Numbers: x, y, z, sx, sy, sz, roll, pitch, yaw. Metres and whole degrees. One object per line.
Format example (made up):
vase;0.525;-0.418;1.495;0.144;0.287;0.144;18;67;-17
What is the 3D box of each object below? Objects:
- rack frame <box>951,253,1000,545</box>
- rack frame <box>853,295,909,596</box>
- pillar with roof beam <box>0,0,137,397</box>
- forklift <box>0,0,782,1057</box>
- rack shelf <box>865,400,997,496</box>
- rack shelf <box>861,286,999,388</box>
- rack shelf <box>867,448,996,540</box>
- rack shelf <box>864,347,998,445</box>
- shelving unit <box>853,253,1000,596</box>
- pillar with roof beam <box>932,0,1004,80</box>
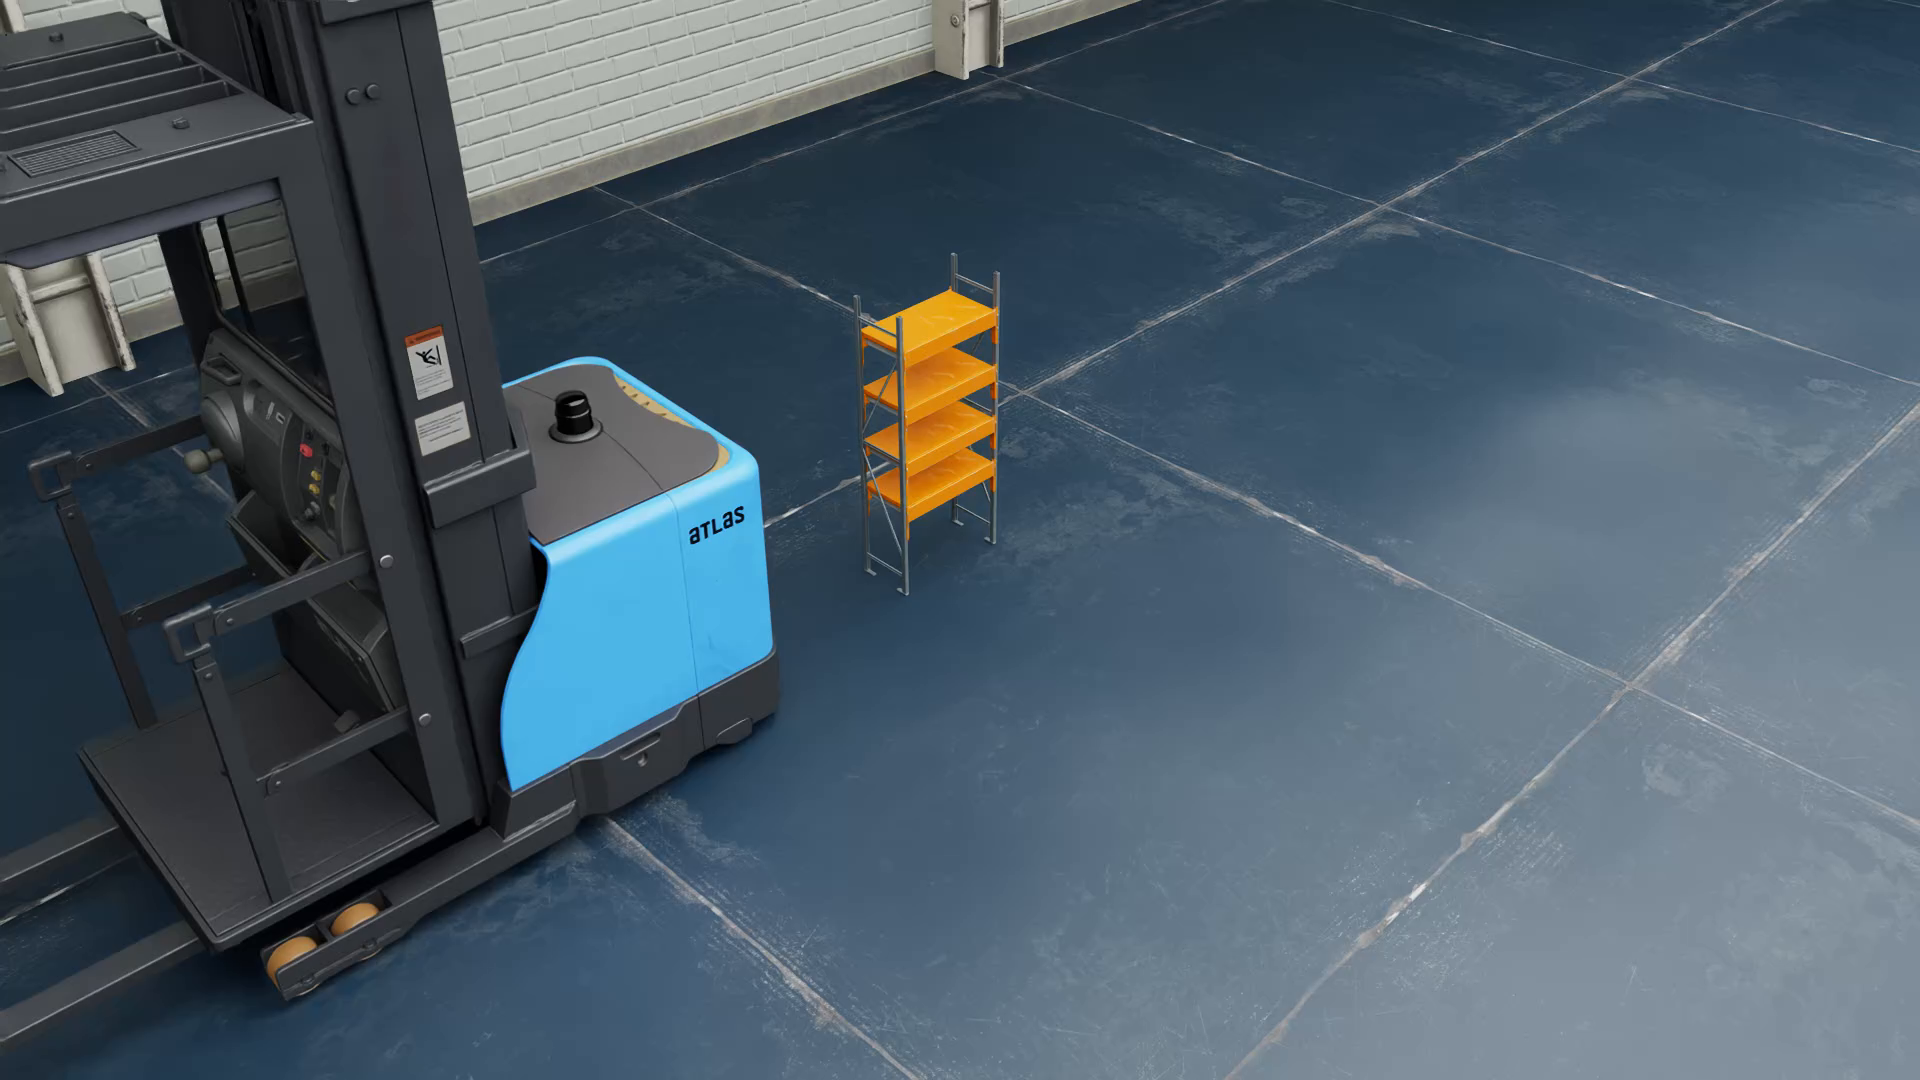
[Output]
rack frame;0.055;-0.524;6.452;0.240;1.200;0.015;30;45;35
rack frame;-0.289;-0.326;6.168;0.240;1.200;0.015;30;45;35
pillar with roof beam;-1.118;-2.760;2.841;9.100;9.000;0.400;30;45;35
forklift;-2.052;-0.216;4.497;3.031;2.935;1.130;-28;43;-34
rack shelf;-0.117;-0.370;6.349;0.258;0.148;0.480;30;45;35
rack shelf;-0.117;-0.747;6.086;0.258;0.148;0.480;30;45;35
rack shelf;-0.117;-0.207;6.462;0.258;0.148;0.480;30;45;35
rack shelf;-0.117;-0.553;6.221;0.258;0.148;0.480;30;45;35
shelving unit;-0.117;-0.425;6.310;0.258;1.200;0.503;30;45;35
pillar with roof beam;3.109;-5.195;6.333;9.100;9.000;0.400;30;45;35
